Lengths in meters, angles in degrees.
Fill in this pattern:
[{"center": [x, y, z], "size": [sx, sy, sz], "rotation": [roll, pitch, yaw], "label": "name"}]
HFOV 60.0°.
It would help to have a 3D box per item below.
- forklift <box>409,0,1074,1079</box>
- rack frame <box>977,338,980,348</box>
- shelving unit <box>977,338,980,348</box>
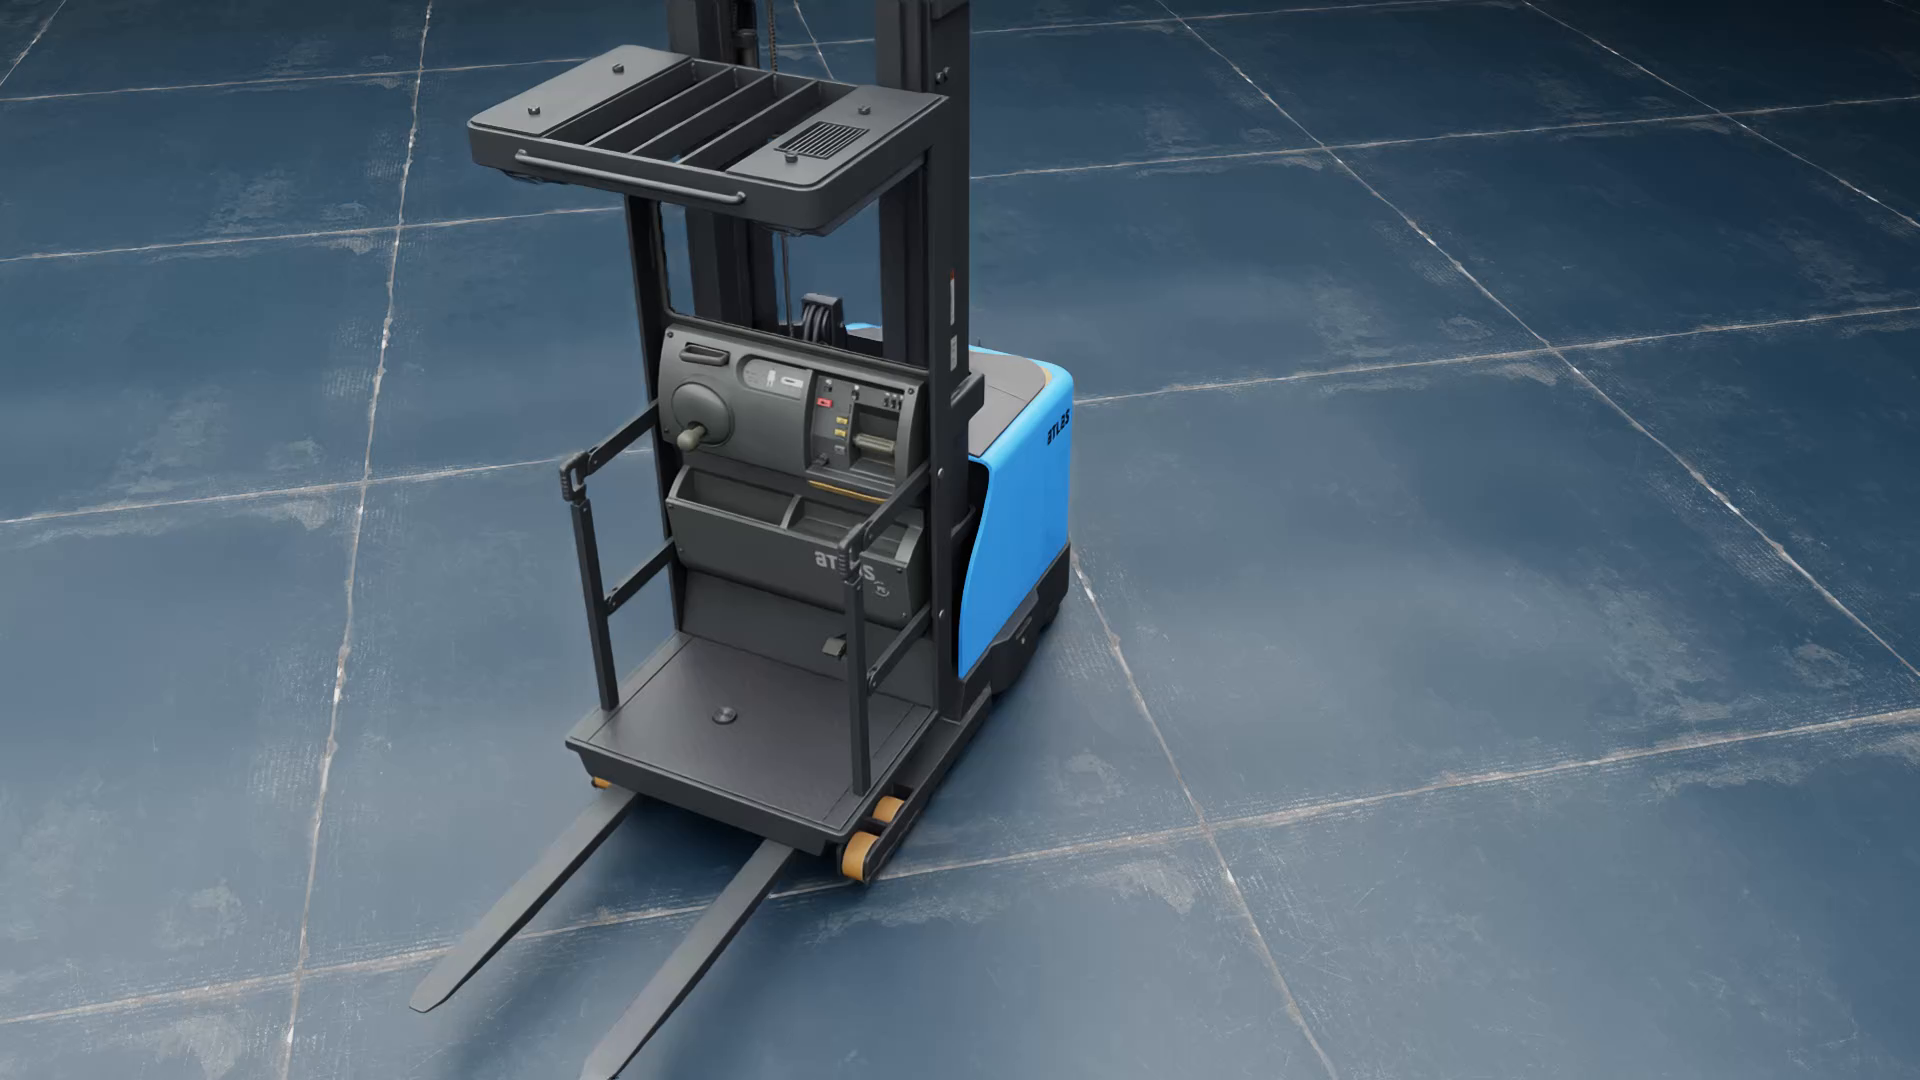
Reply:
[{"center": [-0.648, -0.358, 5.153], "size": [1.130, 2.935, 3.031], "rotation": [15, 37, 21], "label": "forklift"}, {"center": [0.103, -0.399, 7.038], "size": [0.006, 0.900, 0.240], "rotation": [-7, 35, -11], "label": "rack frame"}, {"center": [0.004, -0.387, 7.018], "size": [0.210, 0.900, 0.258], "rotation": [-7, 35, -11], "label": "shelving unit"}]
